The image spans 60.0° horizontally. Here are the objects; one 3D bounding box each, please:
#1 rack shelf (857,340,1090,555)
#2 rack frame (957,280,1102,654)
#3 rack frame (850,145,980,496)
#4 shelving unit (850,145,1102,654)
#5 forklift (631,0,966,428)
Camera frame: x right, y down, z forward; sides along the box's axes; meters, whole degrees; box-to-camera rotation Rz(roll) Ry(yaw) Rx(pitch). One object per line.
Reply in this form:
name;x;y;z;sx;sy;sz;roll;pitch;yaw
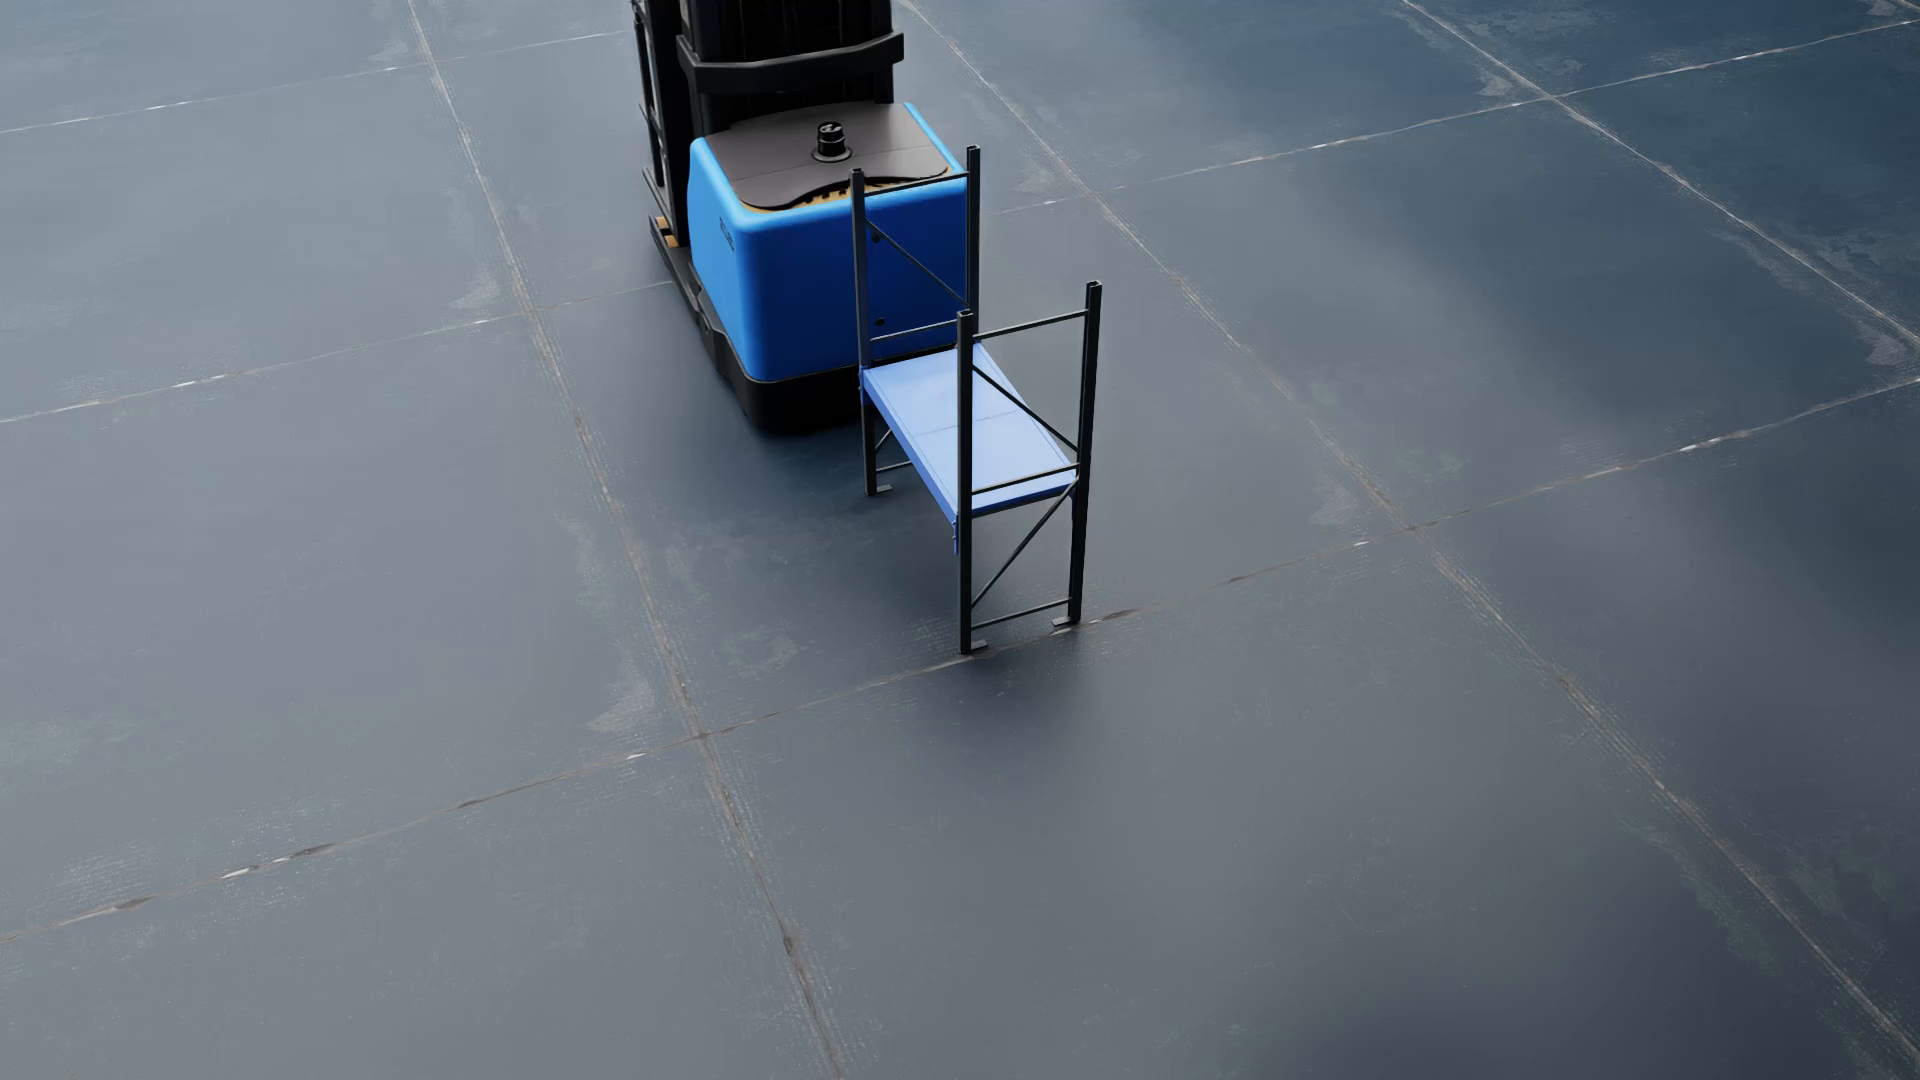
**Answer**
rack shelf;0.033;-0.381;6.319;0.538;0.185;1.000;-15;43;-17
rack frame;0.227;-0.211;5.845;0.500;1.500;0.032;-15;43;-17
rack frame;-0.162;-0.824;6.557;0.500;1.500;0.032;-15;43;-17
shelving unit;0.033;-0.517;6.201;0.538;1.500;1.048;-15;43;-17
forklift;-0.933;-2.563;7.483;1.130;2.935;3.031;-14;43;-16
